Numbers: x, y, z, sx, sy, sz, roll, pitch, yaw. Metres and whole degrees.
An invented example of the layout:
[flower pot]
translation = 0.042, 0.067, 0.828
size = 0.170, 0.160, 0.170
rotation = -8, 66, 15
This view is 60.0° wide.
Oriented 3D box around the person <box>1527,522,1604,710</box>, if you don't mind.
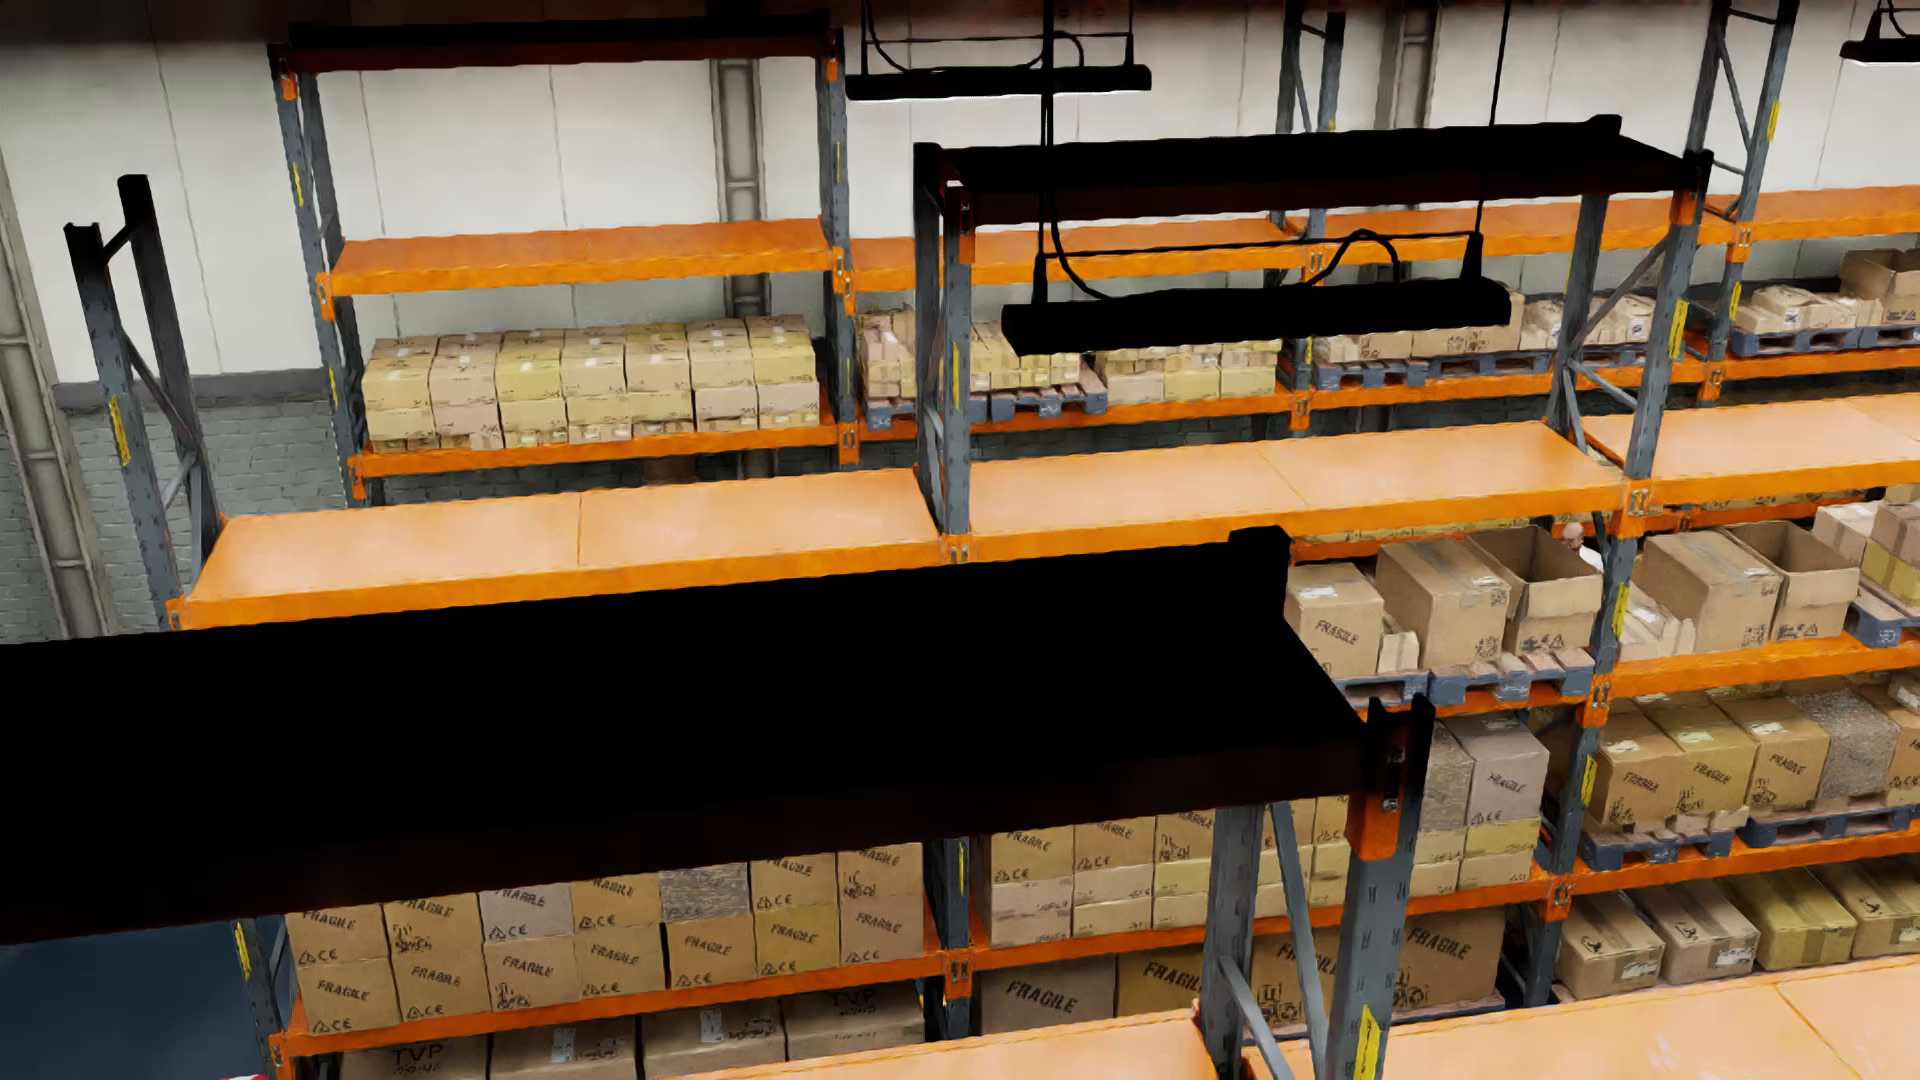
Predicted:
[person]
translation = 5.353, 0.663, 14.845
size = 0.693, 1.772, 0.641
rotation = 6, 26, 12
